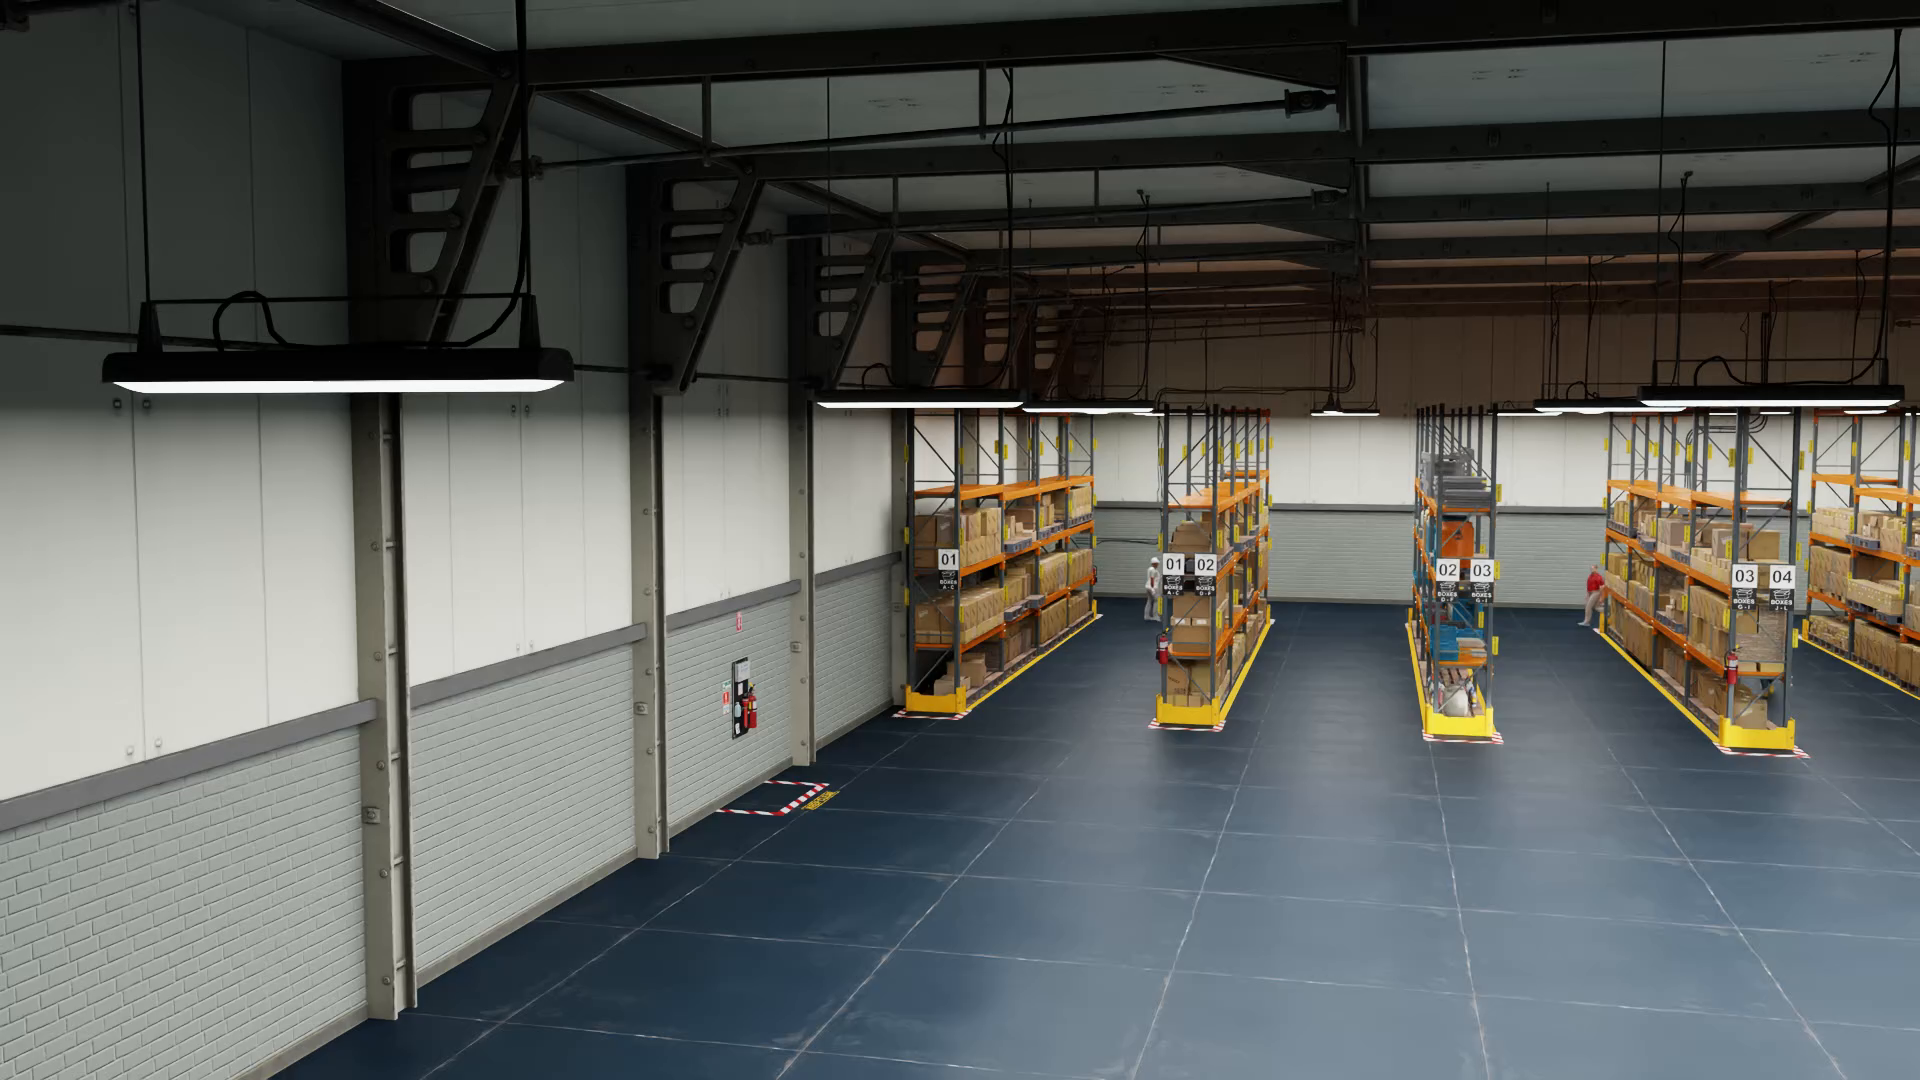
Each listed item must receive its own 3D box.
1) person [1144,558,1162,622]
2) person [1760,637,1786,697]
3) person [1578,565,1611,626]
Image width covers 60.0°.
[{"bbox_3d":[5.504,1.409,47.151,0.529,1.819,0.625,0,4,-6],"label":"person"},{"bbox_3d":[16.614,2.409,34.104,0.753,1.665,0.685,2,4,22],"label":"person"},{"bbox_3d":[17.573,1.527,45.924,0.986,1.684,0.527,1,4,8],"label":"person"}]
